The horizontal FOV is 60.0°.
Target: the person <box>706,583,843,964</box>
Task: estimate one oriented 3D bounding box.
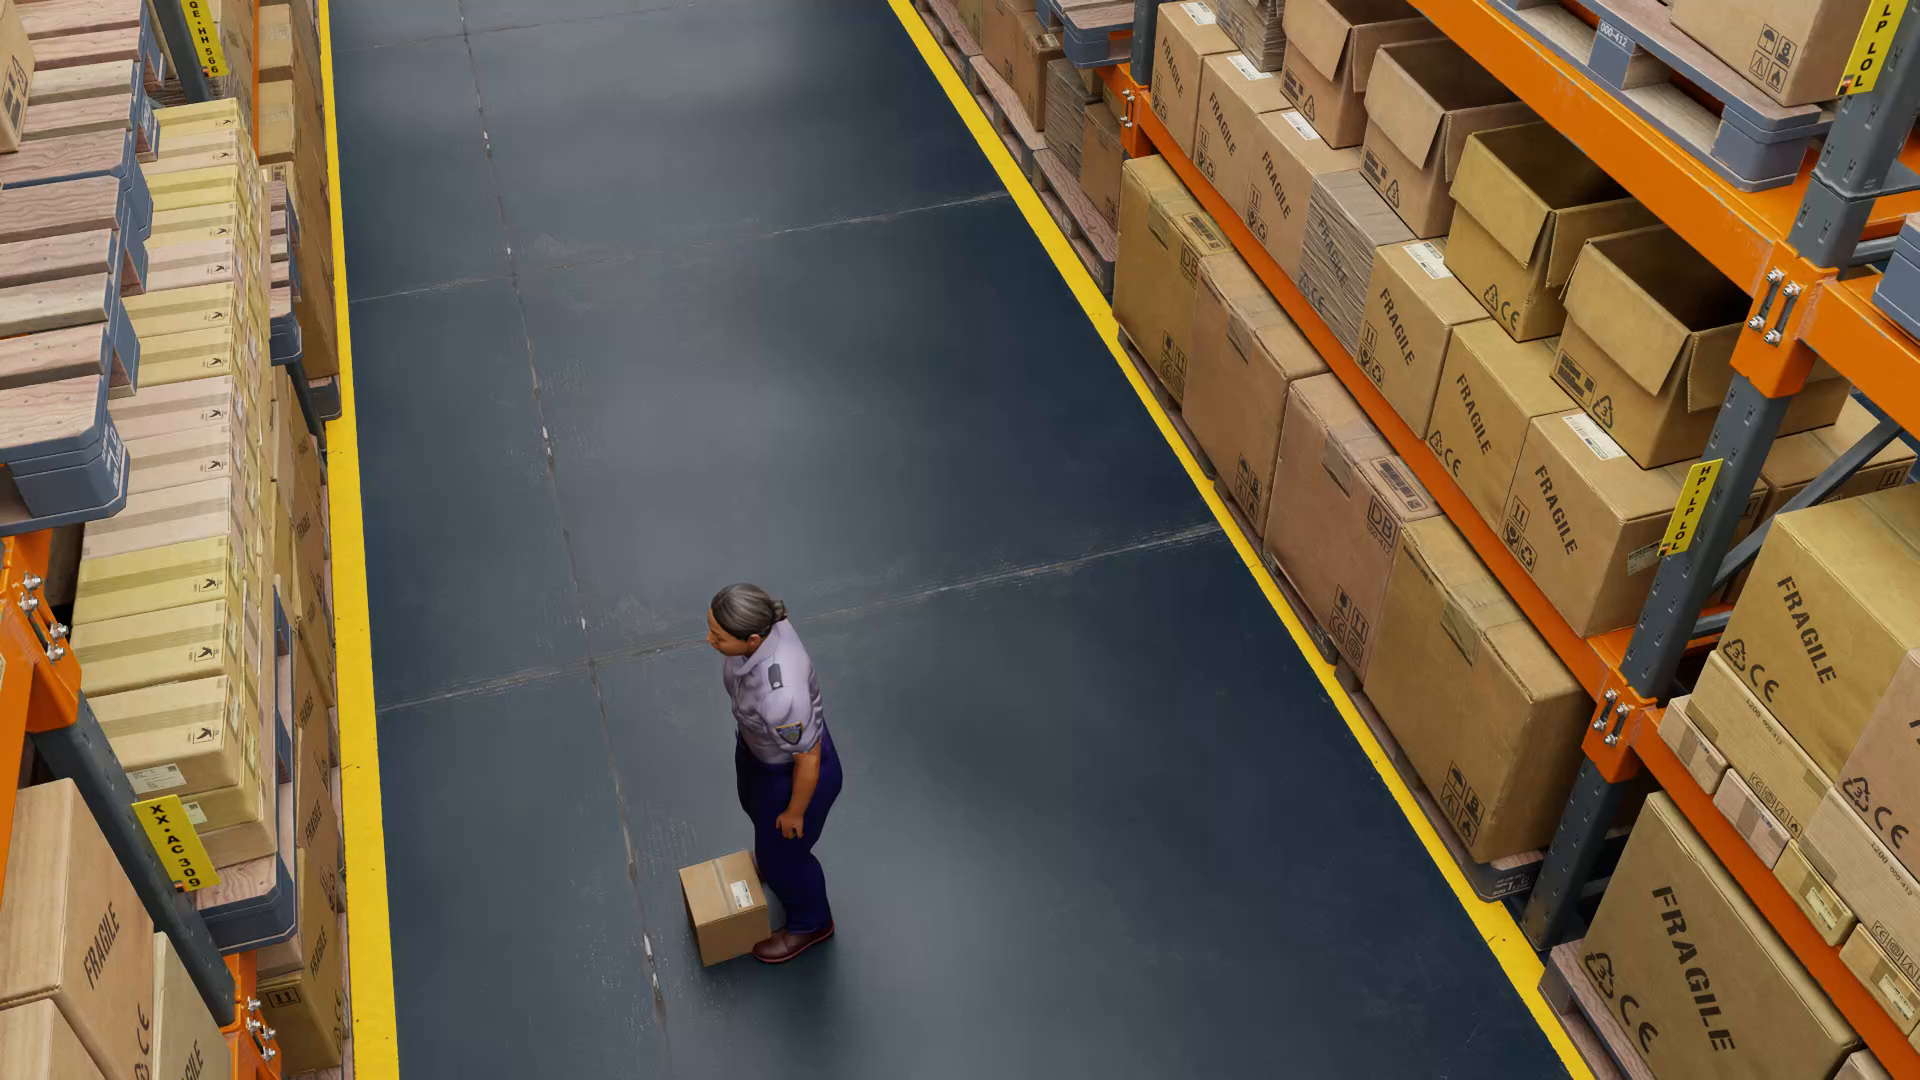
[{"bbox_3d":[-0.595,0.717,5.395,0.375,1.636,0.555,-14,44,-15],"label":"person"}]
